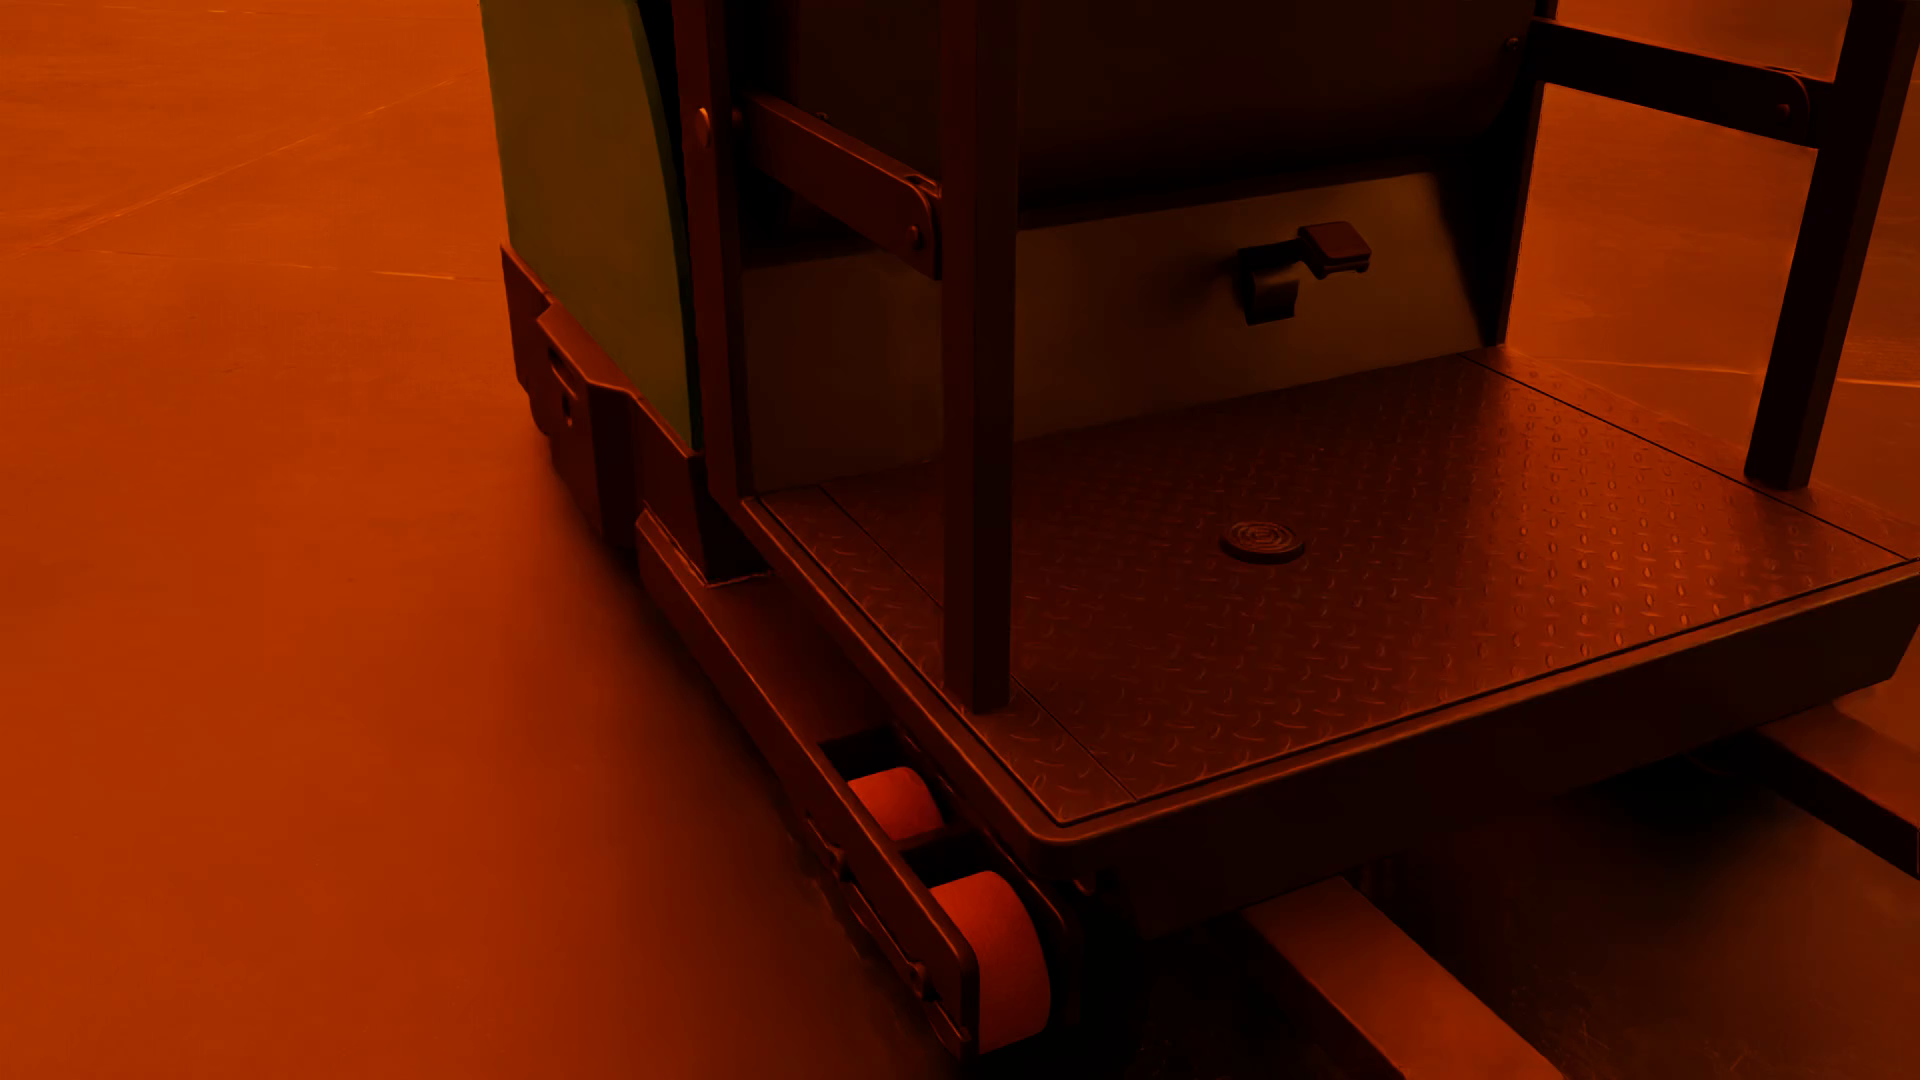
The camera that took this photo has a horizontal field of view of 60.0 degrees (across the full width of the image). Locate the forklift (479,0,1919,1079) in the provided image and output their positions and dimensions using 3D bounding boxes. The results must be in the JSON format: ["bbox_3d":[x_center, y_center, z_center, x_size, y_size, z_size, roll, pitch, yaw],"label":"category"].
[{"bbox_3d":[0.336,-1.059,1.345,1.130,2.935,3.031,-13,29,-24],"label":"forklift"}]
